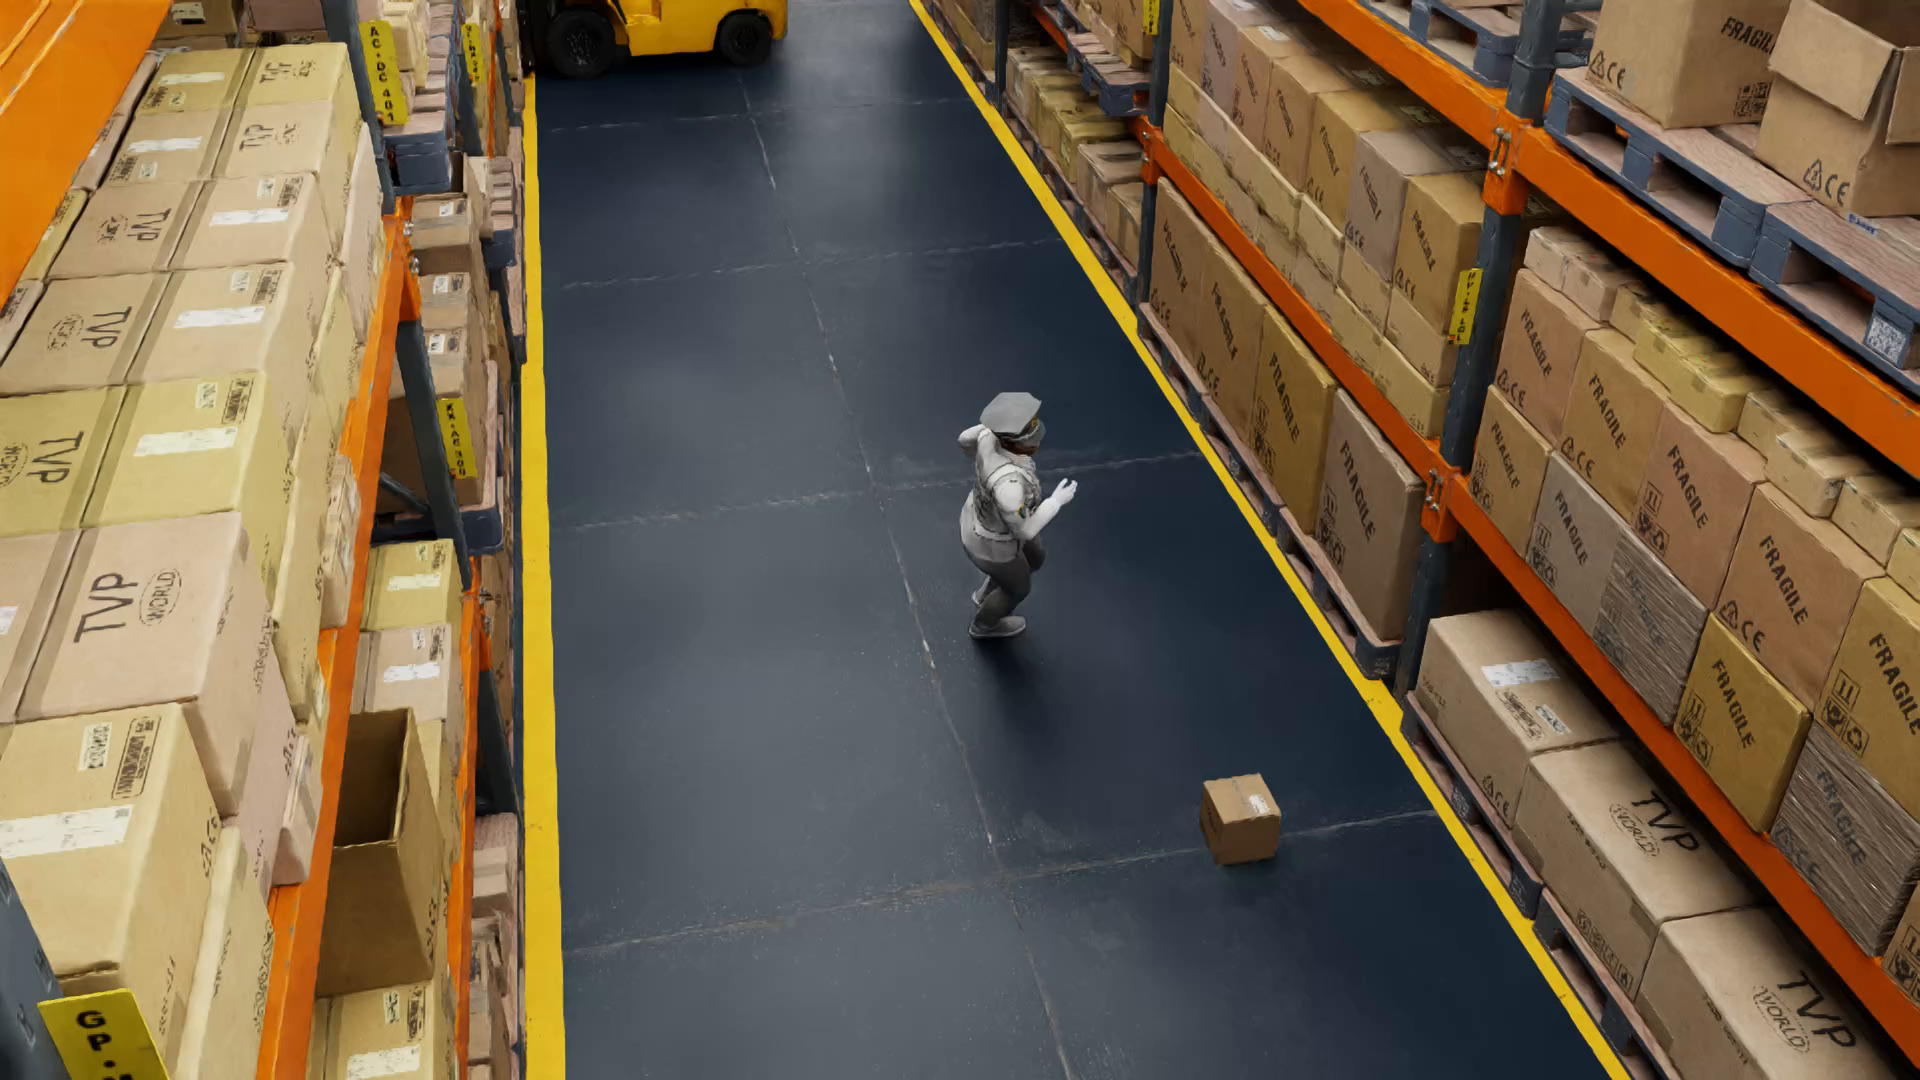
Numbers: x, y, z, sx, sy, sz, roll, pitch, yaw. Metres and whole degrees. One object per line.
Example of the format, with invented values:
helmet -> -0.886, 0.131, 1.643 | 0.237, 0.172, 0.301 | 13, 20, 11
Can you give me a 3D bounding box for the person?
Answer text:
person -> 0.253, -0.095, 7.576 | 0.523, 1.557, 0.859 | -4, 35, -6
